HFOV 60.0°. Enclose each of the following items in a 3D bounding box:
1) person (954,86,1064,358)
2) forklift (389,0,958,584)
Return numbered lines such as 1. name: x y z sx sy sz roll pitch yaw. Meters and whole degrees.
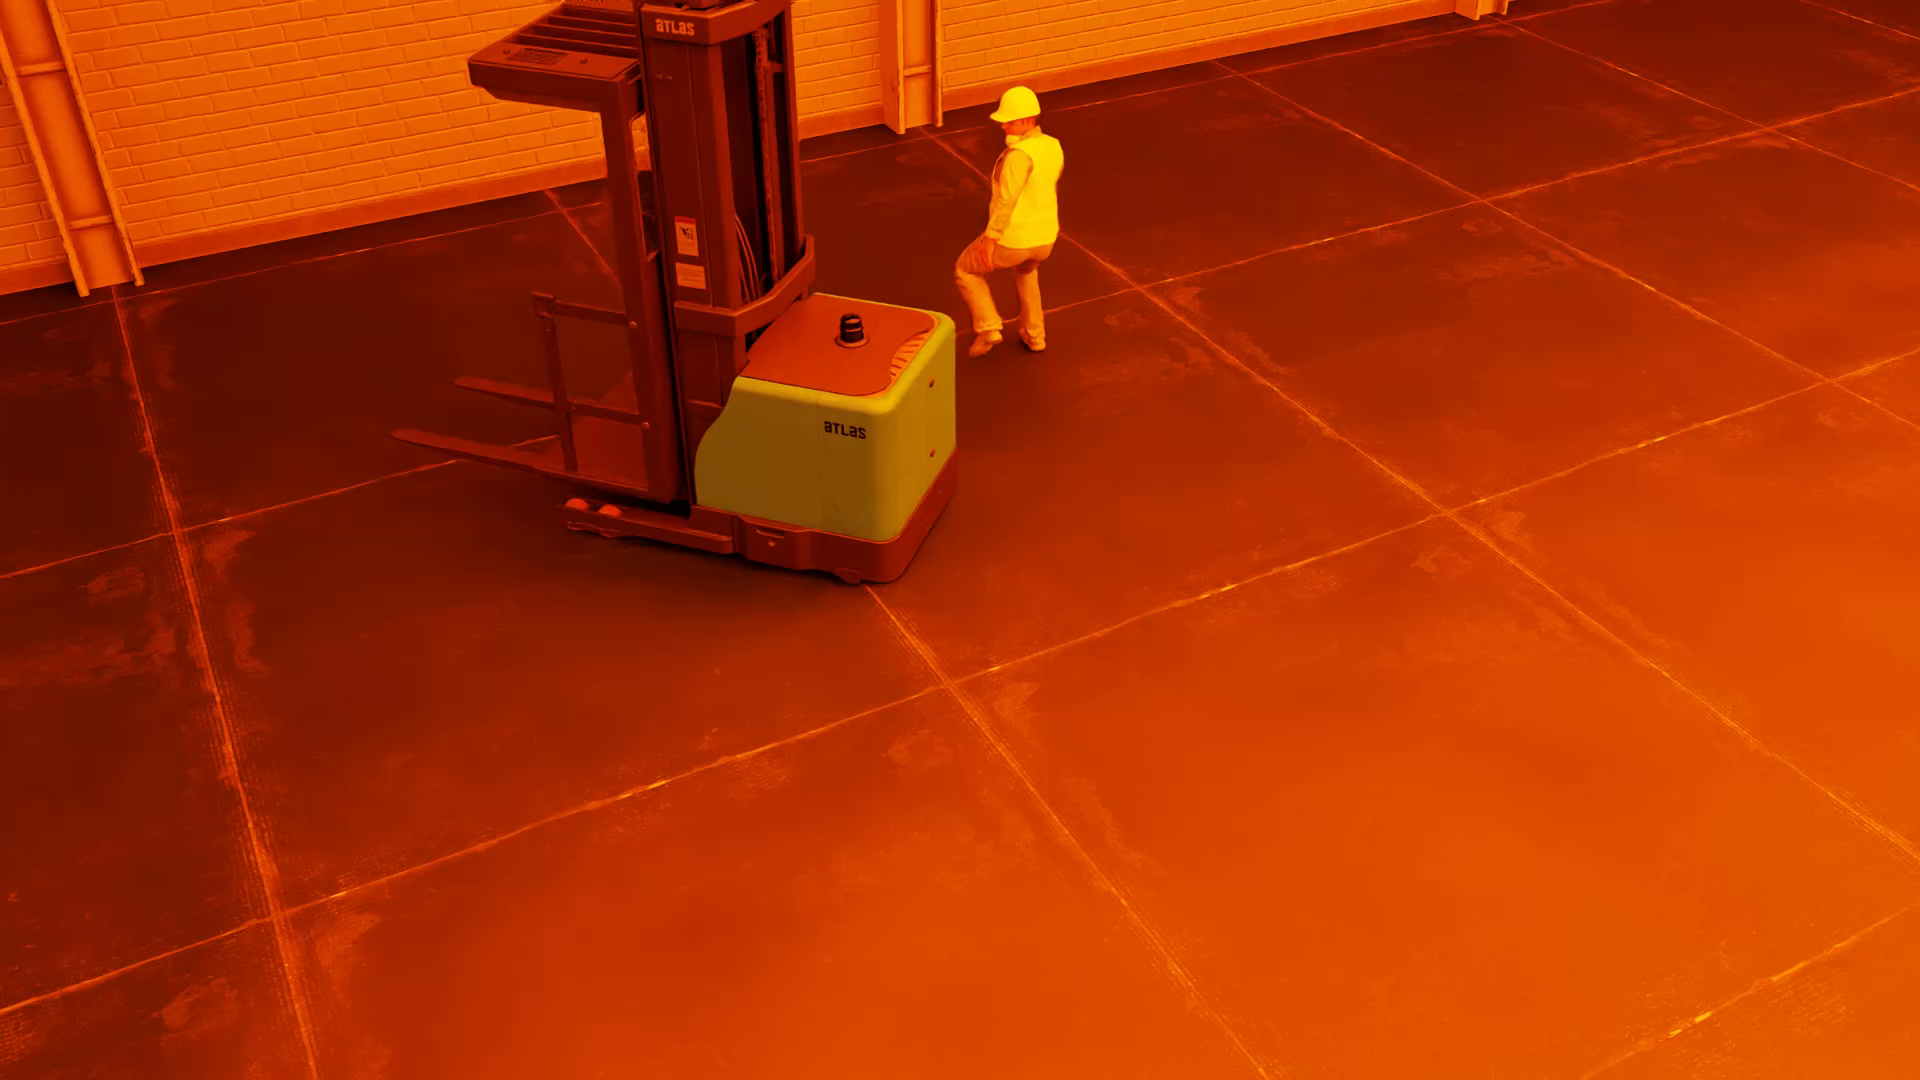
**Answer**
1. person: 0.311 -1.855 9.856 0.802 1.674 0.604 -24 42 -30
2. forklift: -1.583 -1.484 8.223 3.031 2.935 1.130 11 37 16
